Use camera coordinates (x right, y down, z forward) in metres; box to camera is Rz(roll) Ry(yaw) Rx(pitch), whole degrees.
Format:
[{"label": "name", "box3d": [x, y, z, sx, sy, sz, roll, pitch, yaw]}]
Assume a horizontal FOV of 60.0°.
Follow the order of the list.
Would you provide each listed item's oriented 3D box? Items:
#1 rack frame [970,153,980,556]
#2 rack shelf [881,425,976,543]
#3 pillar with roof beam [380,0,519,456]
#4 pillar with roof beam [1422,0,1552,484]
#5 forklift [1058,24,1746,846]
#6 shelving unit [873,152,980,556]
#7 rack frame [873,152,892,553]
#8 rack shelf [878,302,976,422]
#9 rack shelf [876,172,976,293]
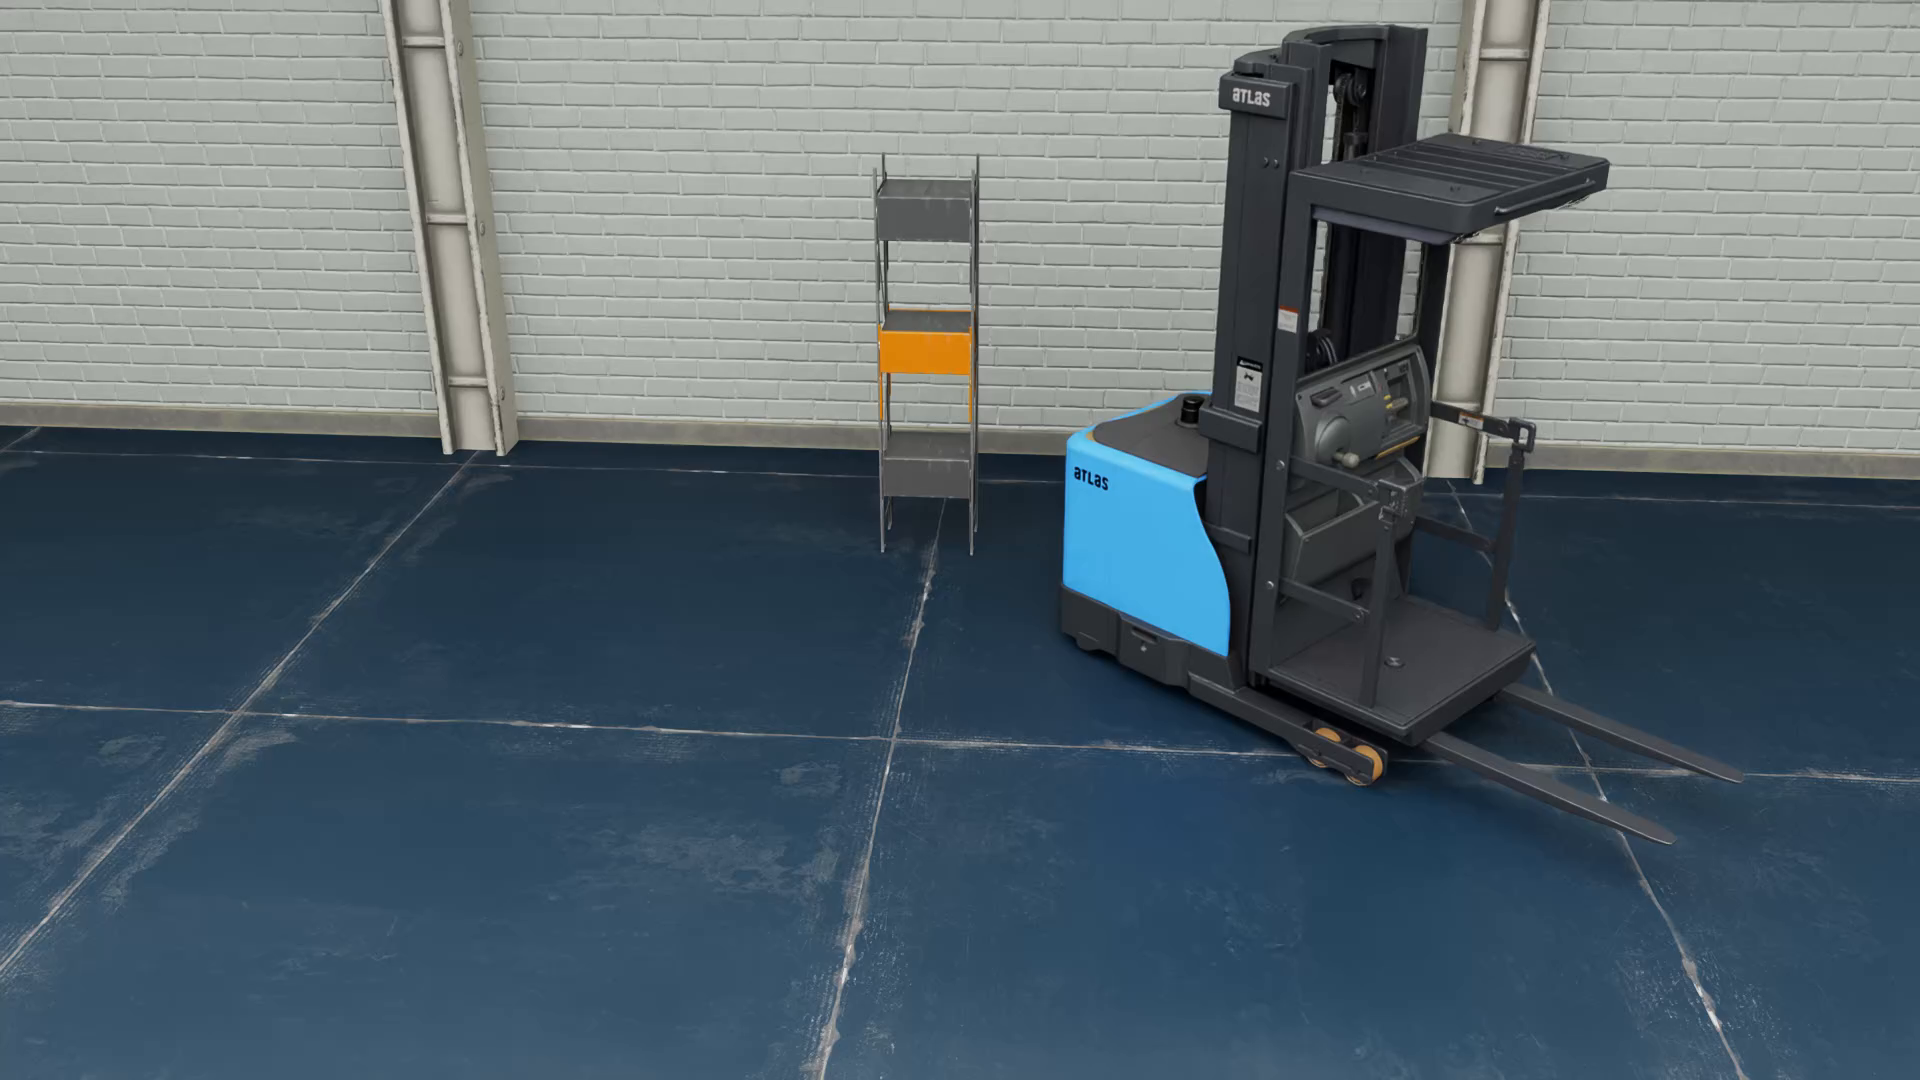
[{"label": "rack frame", "box3d": [0.078, -0.951, 8.806, 0.015, 2.100, 0.400, 2, 25, 4]}, {"label": "rack shelf", "box3d": [-0.165, -0.311, 9.121, 0.480, 0.518, 0.431, 2, 25, 4]}, {"label": "pillar with roof beam", "box3d": [-3.360, -2.891, 4.767, 0.400, 9.000, 9.100, 2, 25, 4]}, {"label": "pillar with roof beam", "box3d": [2.622, -2.699, 4.350, 0.400, 9.000, 9.100, 2, 25, 4]}, {"label": "forklift", "box3d": [1.862, -0.540, 6.917, 1.130, 2.935, 3.031, -22, 32, -39]}, {"label": "shelving unit", "box3d": [-0.165, -0.959, 8.823, 0.503, 2.100, 0.431, 2, 25, 4]}, {"label": "rack frame", "box3d": [-0.408, -0.967, 8.840, 0.015, 2.100, 0.400, 2, 25, 4]}, {"label": "rack shelf", "box3d": [-0.165, -0.947, 8.828, 0.480, 0.518, 0.431, 2, 25, 4]}, {"label": "rack shelf", "box3d": [-0.165, -1.583, 8.536, 0.480, 0.518, 0.431, 2, 25, 4]}]
